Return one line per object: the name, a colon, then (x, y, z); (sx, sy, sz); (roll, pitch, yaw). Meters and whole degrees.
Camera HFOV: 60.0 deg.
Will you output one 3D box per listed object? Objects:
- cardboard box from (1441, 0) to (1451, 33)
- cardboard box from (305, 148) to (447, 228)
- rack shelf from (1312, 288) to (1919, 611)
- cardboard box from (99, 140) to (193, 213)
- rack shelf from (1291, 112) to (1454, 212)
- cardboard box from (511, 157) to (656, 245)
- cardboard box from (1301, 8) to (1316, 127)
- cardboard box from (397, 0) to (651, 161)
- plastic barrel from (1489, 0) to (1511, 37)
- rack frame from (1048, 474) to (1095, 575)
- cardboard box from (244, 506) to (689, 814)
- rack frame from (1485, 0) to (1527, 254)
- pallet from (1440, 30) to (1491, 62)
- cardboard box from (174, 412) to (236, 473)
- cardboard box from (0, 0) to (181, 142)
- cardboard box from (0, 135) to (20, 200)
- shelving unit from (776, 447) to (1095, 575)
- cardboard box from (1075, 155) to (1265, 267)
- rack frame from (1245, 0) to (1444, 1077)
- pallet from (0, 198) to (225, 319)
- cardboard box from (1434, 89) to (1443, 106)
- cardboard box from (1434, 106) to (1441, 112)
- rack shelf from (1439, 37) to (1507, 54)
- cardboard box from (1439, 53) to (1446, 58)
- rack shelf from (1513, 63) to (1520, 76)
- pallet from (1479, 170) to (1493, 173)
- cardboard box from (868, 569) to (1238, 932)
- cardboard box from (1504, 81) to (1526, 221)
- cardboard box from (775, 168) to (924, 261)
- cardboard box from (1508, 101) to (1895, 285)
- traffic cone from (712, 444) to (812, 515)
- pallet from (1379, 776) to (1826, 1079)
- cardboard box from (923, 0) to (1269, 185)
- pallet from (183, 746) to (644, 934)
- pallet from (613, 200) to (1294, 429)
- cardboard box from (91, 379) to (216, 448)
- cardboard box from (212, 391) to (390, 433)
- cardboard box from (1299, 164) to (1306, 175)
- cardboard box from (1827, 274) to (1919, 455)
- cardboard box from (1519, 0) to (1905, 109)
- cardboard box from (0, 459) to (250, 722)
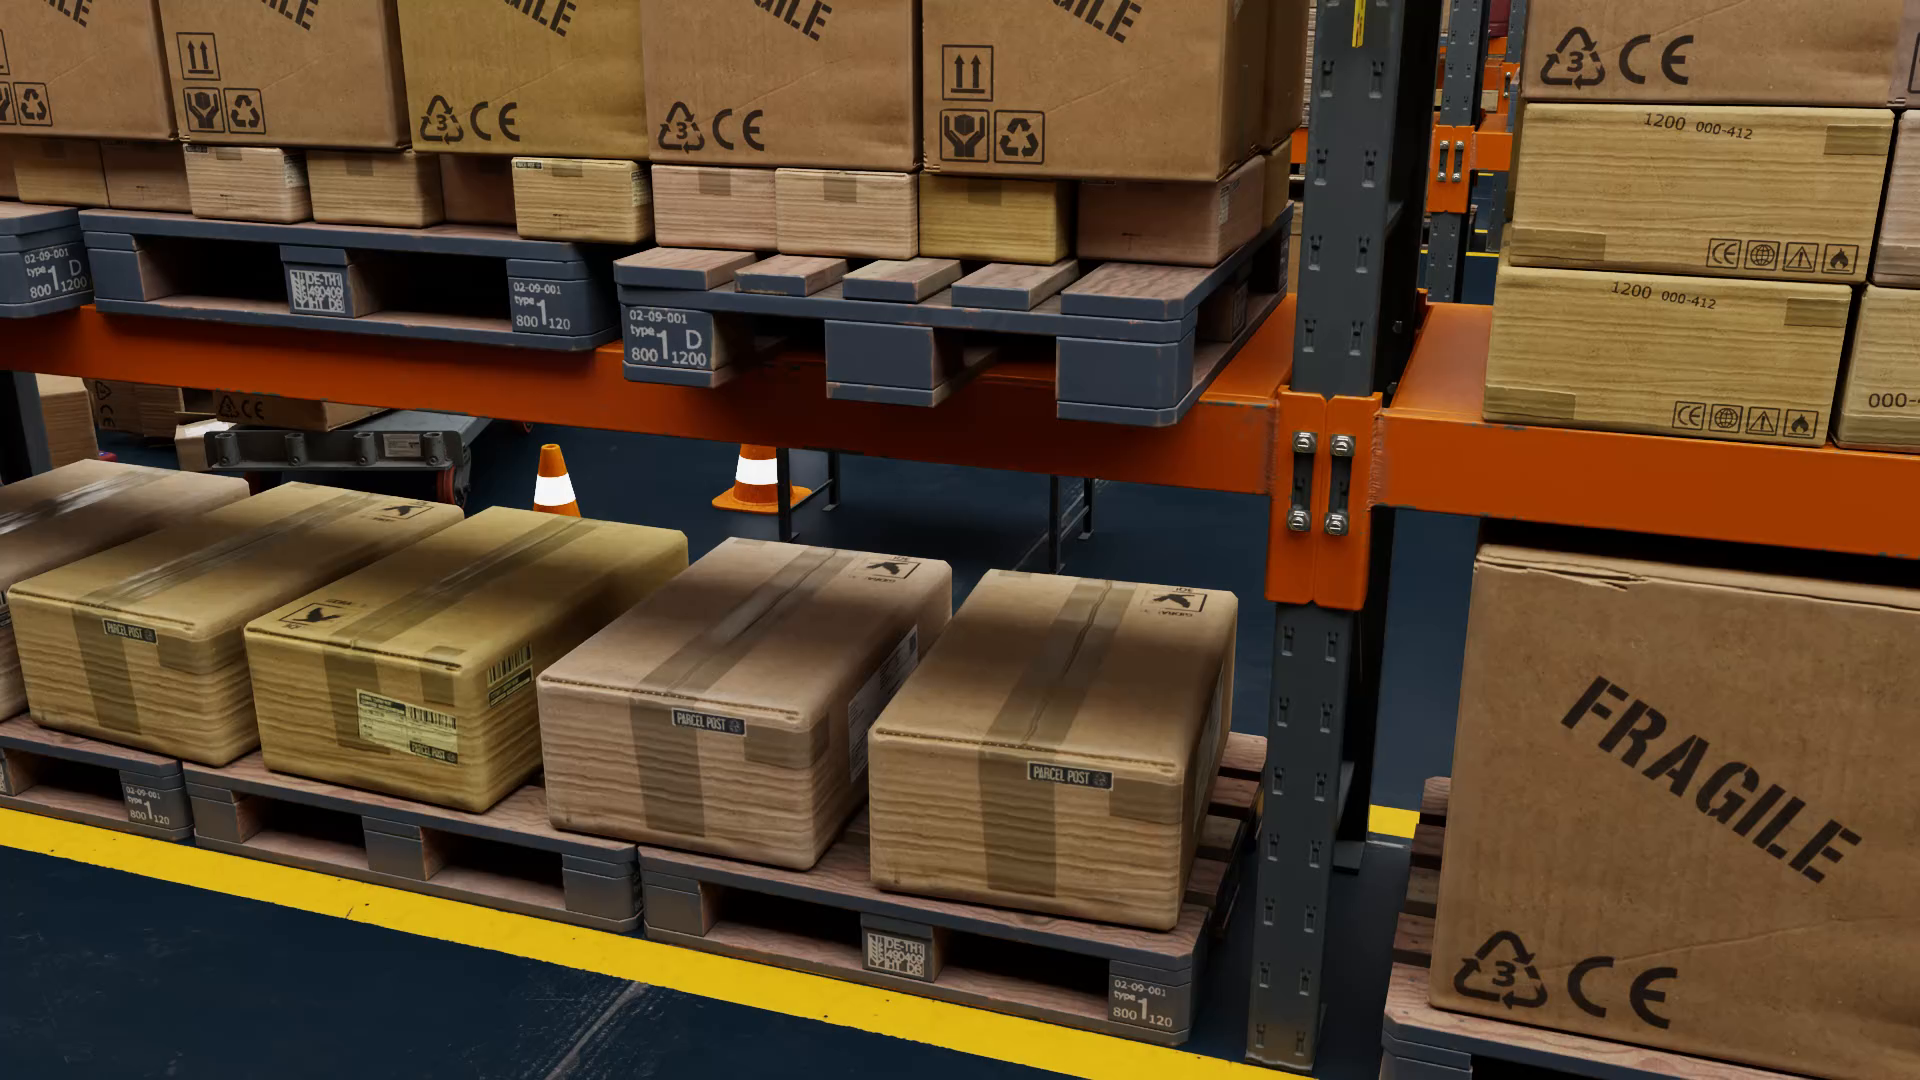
cardboard box: (3.500, -3.933, 12.012); (0.500, 0.500, 0.500); (4, 20, 11)
cardboard box: (-1.106, -0.745, 3.400); (0.250, 0.149, 0.380); (6, 20, 16)
rack shelf: (2.660, -0.005, 2.625); (4.000, 0.370, 1.077); (7, 20, 18)
cardboard box: (-1.601, -0.810, 3.585); (0.250, 0.149, 0.380); (7, 20, 18)
rack shelf: (0.410, -1.987, 8.312); (4.000, 0.370, 1.077); (7, 20, 18)
cardboard box: (-0.646, -0.677, 3.205); (0.250, 0.149, 0.380); (7, 20, 19)
cardboard box: (1.786, -2.123, 7.457); (0.500, 0.500, 0.500); (7, 20, 18)
cardboard box: (-0.719, -1.016, 3.191); (0.500, 0.500, 0.500); (5, 20, 14)
plastic barrel: (5.110, -5.202, 16.235); (0.708, 0.536, 0.600); (7, 20, 18)
rack frame: (0.400, -0.663, 5.698); (0.032, 1.500, 0.500); (7, 20, 18)
cardboard box: (-1.174, 0.257, 4.136); (0.625, 0.372, 0.950); (7, 20, 20)
rack frame: (4.023, -3.642, 11.966); (0.127, 3.000, 1.000); (7, 20, 18)
pallet: (3.315, -3.595, 12.124); (1.003, 0.211, 1.213); (7, 20, 18)
cardboard box: (-3.073, -0.457, 6.983); (0.396, 0.266, 0.258); (-7, 20, -20)
cardboard box: (-1.723, -1.127, 3.511); (0.500, 0.500, 0.500); (6, 20, 18)
cardboard box: (-2.064, -0.878, 3.781); (0.250, 0.149, 0.380); (8, 21, 22)
shelving unit: (-0.081, -0.717, 5.856); (1.048, 1.500, 0.538); (7, 20, 18)
cardboard box: (0.384, -0.602, 2.991); (0.250, 0.149, 0.380); (7, 21, 20)
rack frame: (0.771, -0.560, 3.127); (0.127, 3.000, 1.000); (7, 20, 18)
pallet: (-2.334, -0.774, 4.031); (1.213, 0.211, 1.003); (7, 20, 18)
cardboard box: (6.212, -5.657, 21.287); (0.500, 0.250, 0.500); (6, 20, 17)
cardboard box: (3.380, -3.086, 12.363); (0.500, 0.250, 0.500); (7, 21, 20)
rack shelf: (3.759, -5.058, 17.122); (4.000, 0.370, 1.077); (7, 20, 18)
cardboard box: (7.754, -7.443, 26.000); (0.500, 0.500, 0.700); (6, 20, 18)
rack shelf: (5.912, -3.086, 11.465); (4.000, 0.370, 1.077); (7, 20, 18)
pallet: (4.929, -3.961, 17.118); (1.213, 0.211, 1.003); (7, 20, 18)
cardboard box: (0.240, 0.418, 3.674); (0.625, 0.372, 0.950); (5, 20, 14)
cardboard box: (1.312, -0.752, 3.146); (0.500, 0.250, 0.500); (6, 20, 18)
cardboard box: (-0.146, -0.622, 3.047); (0.250, 0.149, 0.380); (6, 20, 18)
cardboard box: (1.168, -0.594, 2.692); (0.500, 0.250, 0.500); (6, 20, 18)
traffic cone: (-0.775, -0.376, 6.450); (0.334, 0.463, 0.336); (7, 20, 18)
pallet: (1.491, 0.865, 3.274); (1.213, 0.211, 1.003); (7, 20, 18)
cardboard box: (0.250, -0.909, 2.885); (0.500, 0.500, 0.500); (6, 20, 16)
pallet: (-1.116, 0.539, 4.209); (1.213, 0.211, 1.003); (7, 20, 18)
pallet: (0.062, -0.514, 3.284); (1.003, 0.211, 1.213); (7, 20, 18)
cardboard box: (-3.410, -0.809, 7.426); (0.503, 0.637, 0.797); (7, 20, 18)
cardboard box: (-2.452, -0.726, 6.250); (0.500, 0.500, 0.500); (7, 20, 18)
cardboard box: (2.855, -2.791, 12.656); (0.500, 0.500, 0.700); (5, 20, 14)
cardboard box: (1.641, -0.309, 2.632); (0.500, 0.250, 0.500); (6, 20, 16)
cardboard box: (1.156, -0.950, 2.575); (0.500, 0.500, 0.500); (6, 20, 16)
cardboard box: (-2.512, 0.106, 4.569); (0.625, 0.372, 0.950); (7, 20, 19)
